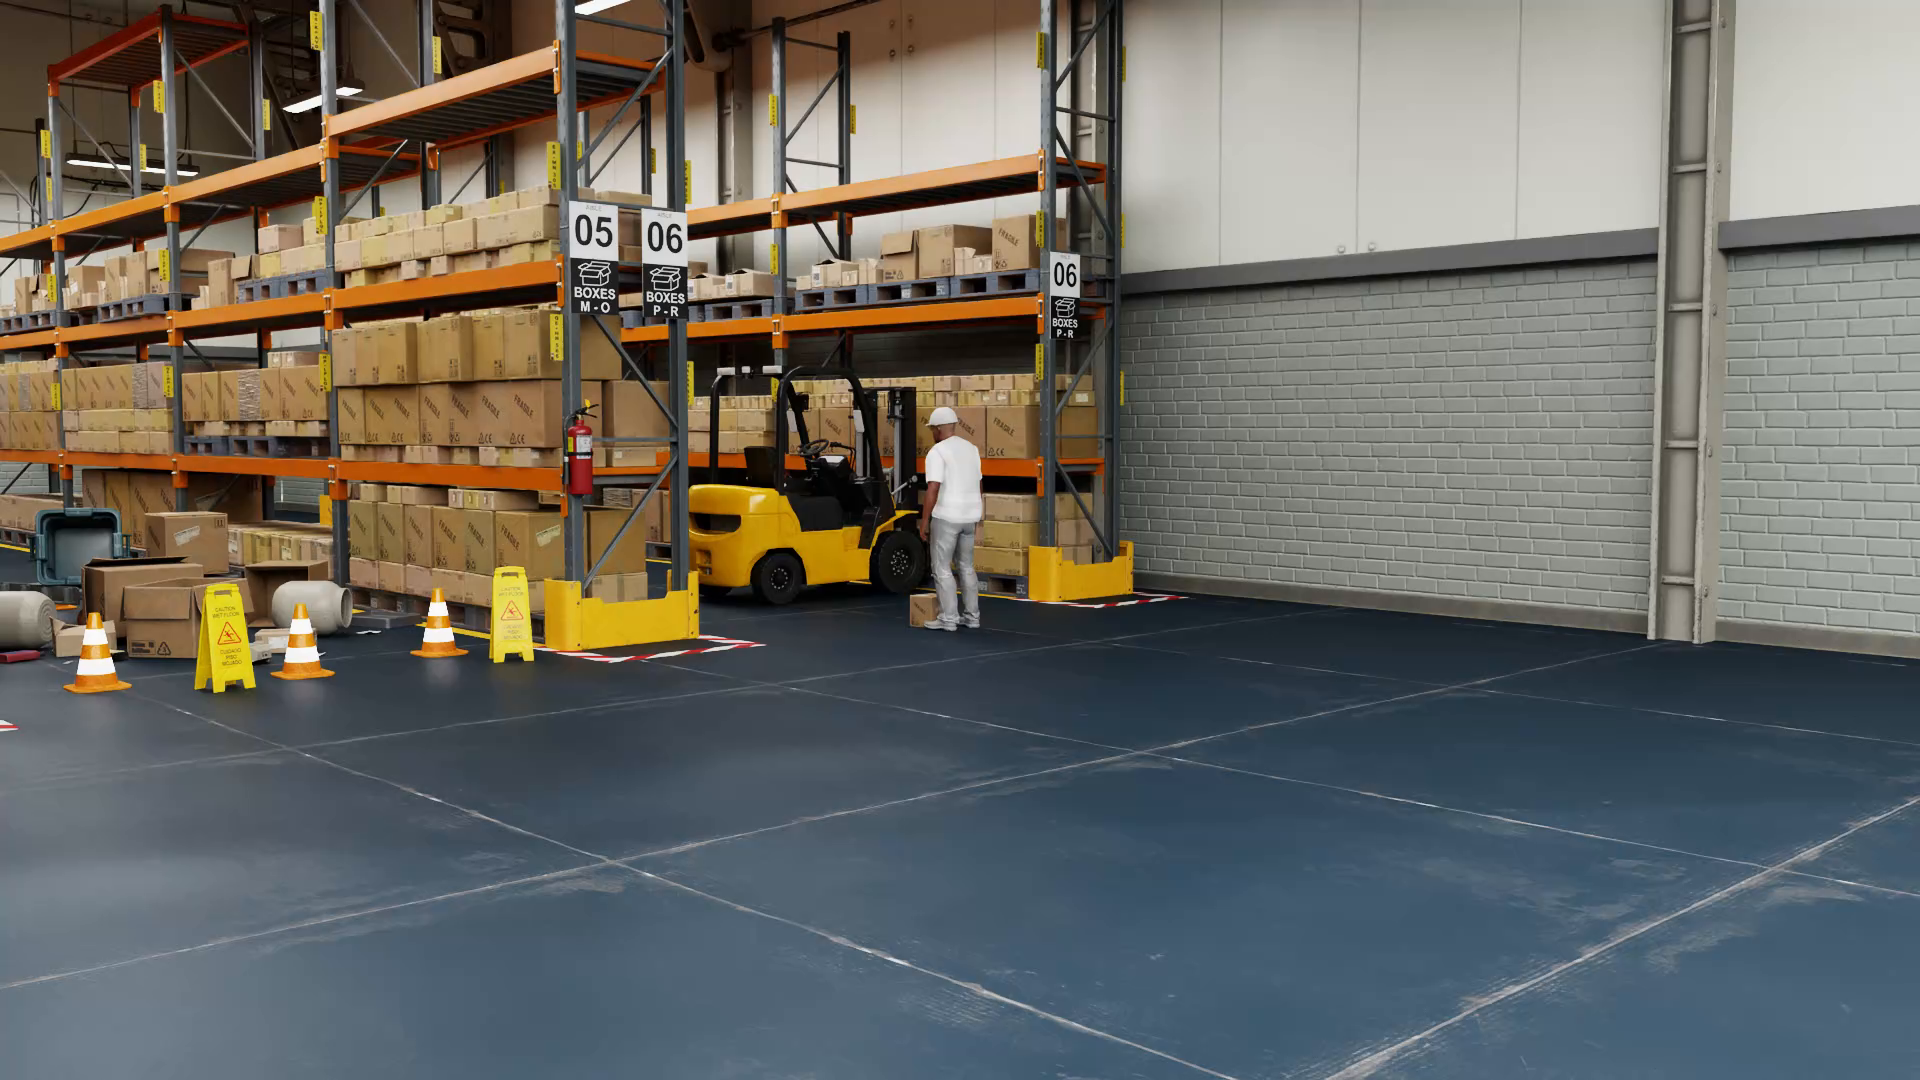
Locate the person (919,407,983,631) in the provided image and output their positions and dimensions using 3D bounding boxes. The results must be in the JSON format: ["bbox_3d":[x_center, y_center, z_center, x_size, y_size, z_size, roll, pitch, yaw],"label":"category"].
[{"bbox_3d":[-0.071,-0.172,13.174,0.455,1.761,0.637,4,5,43],"label":"person"}]
